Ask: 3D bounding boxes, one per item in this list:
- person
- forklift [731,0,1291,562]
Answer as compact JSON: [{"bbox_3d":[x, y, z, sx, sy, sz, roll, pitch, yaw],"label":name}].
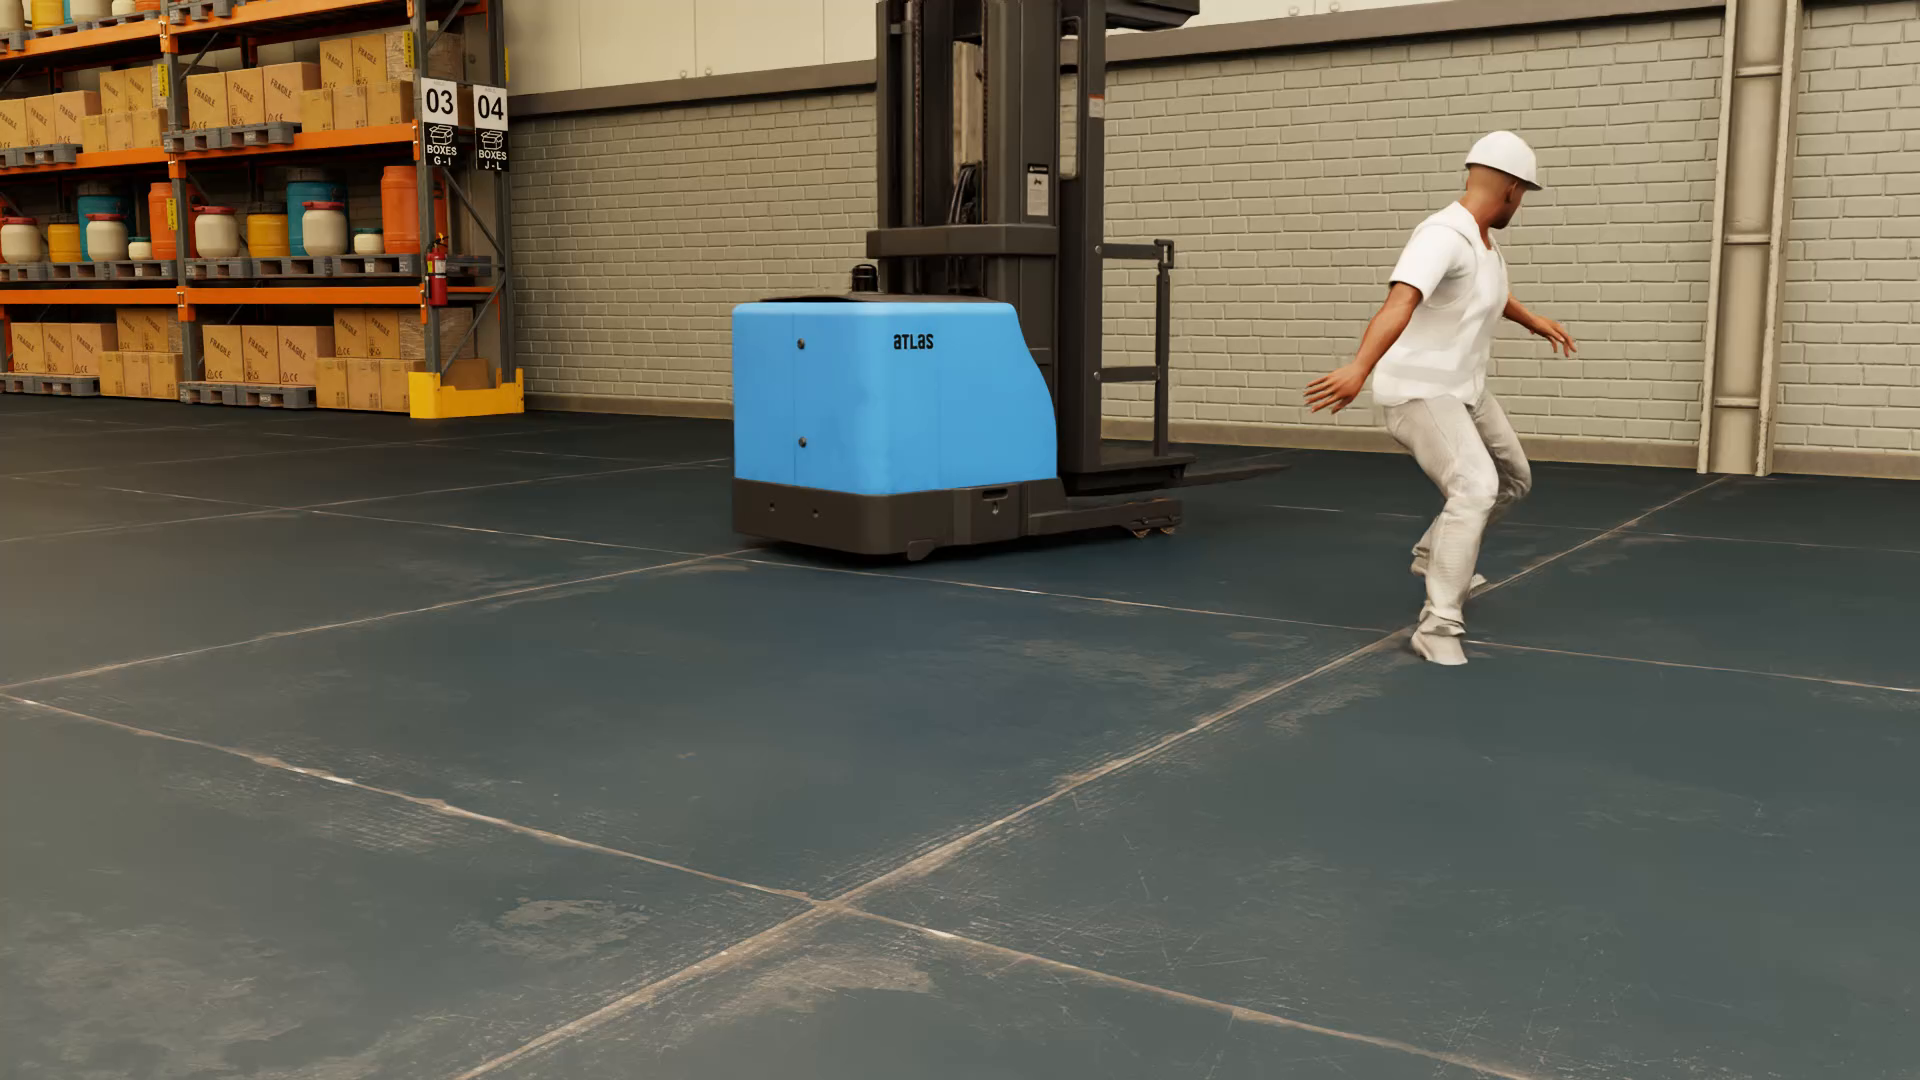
[{"bbox_3d":[1.577,-0.440,5.352,0.556,1.707,1.194,5,10,34],"label":"person"},{"bbox_3d":[0.411,-1.513,7.831,3.031,2.935,1.130,-7,11,-42],"label":"forklift"}]
